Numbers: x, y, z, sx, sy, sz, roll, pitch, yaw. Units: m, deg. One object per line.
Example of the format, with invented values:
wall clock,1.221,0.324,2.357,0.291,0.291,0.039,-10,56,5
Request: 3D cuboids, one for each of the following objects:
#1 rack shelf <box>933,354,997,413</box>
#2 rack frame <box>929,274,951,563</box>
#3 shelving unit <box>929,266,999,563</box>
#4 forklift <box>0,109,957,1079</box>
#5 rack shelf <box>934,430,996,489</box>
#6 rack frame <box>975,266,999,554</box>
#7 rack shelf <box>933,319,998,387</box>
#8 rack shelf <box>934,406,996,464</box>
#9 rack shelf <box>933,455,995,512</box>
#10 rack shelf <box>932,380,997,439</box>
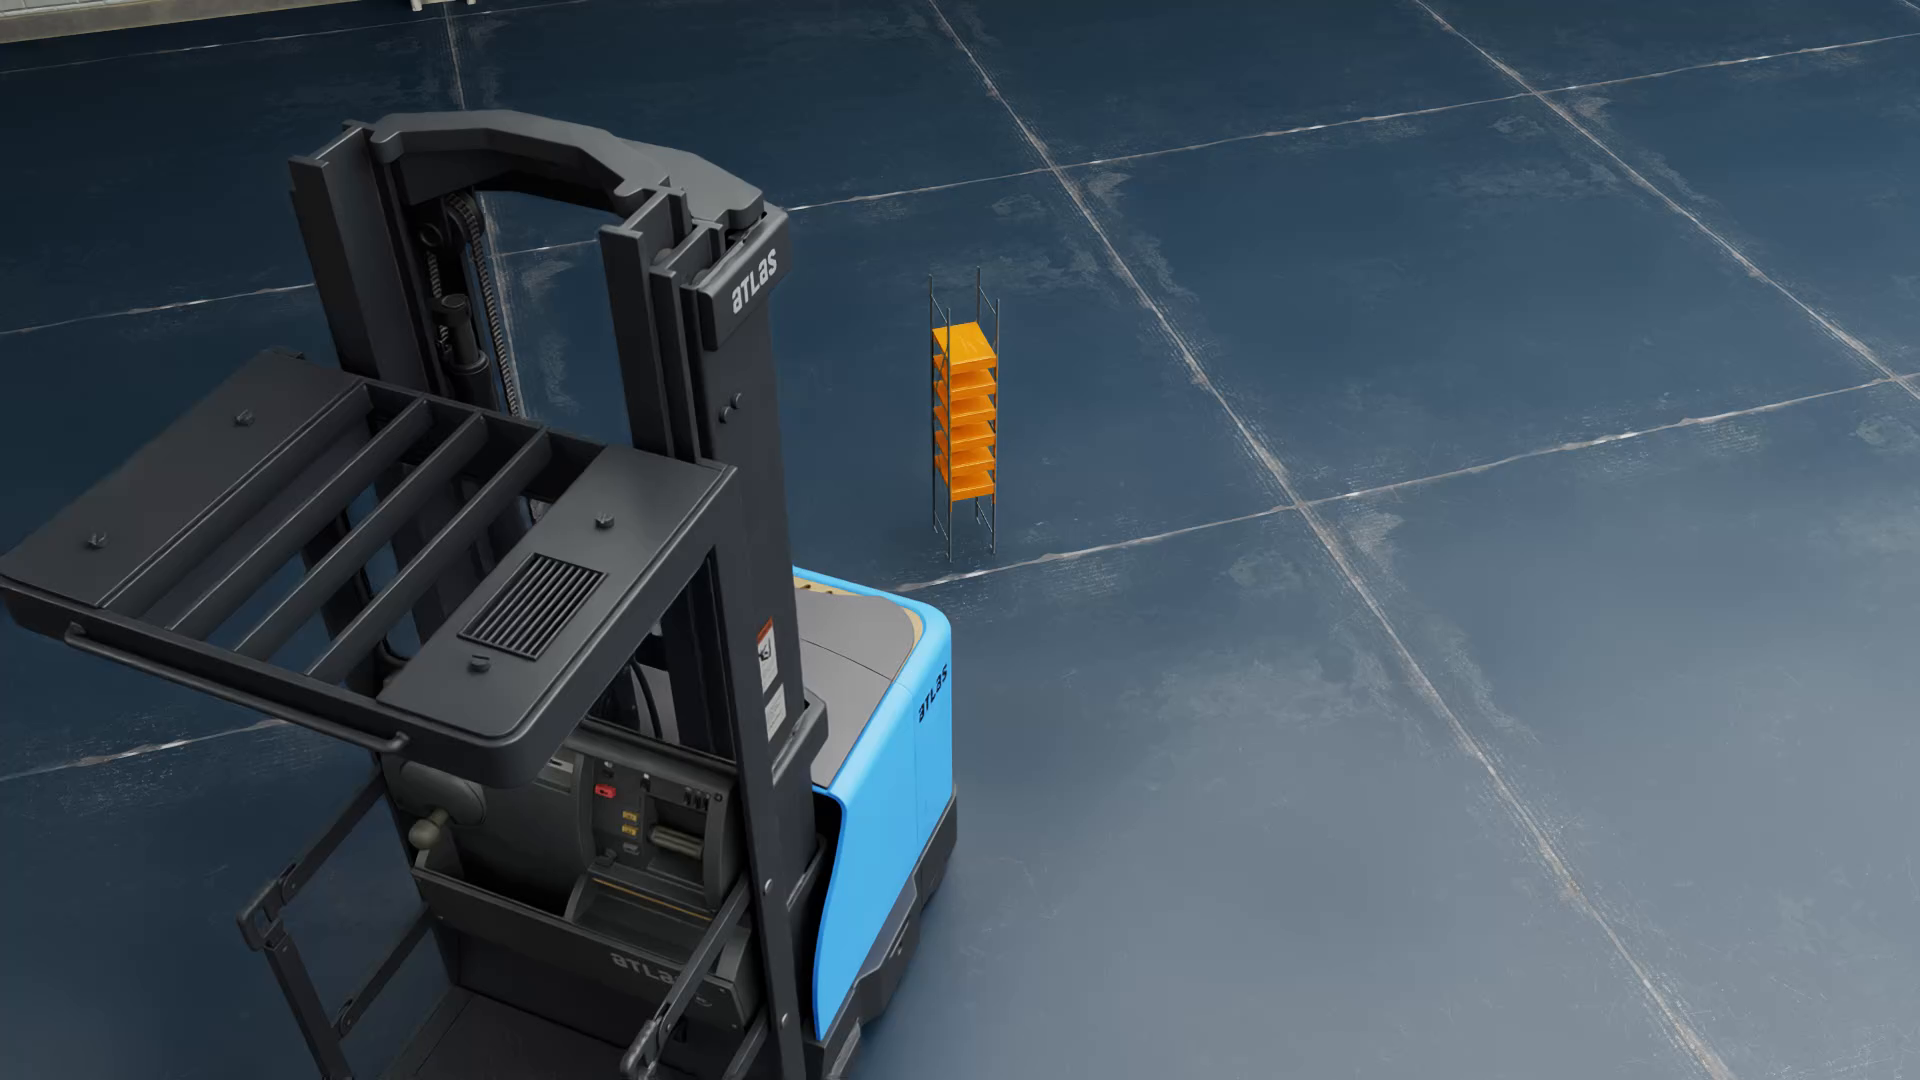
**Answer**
rack shelf,0.014,-0.602,6.230,0.180,0.103,0.258,-12,42,-13
rack frame,-0.073,-0.437,6.338,0.006,1.200,0.240,-12,42,-13
shelving unit,0.014,-0.455,6.359,0.189,1.200,0.258,-12,42,-13
forklift,-1.034,0.689,3.734,1.130,2.935,3.031,15,43,16
rack shelf,0.014,-0.331,6.467,0.180,0.103,0.258,-12,42,-13
rack frame,0.101,-0.473,6.379,0.006,1.200,0.240,-12,42,-13
rack shelf,0.014,-0.692,6.151,0.180,0.103,0.258,-12,42,-13
rack shelf,0.014,-0.421,6.388,0.180,0.103,0.258,-12,42,-13
rack shelf,0.014,-0.241,6.546,0.180,0.103,0.258,-12,42,-13
rack shelf,0.014,-0.512,6.309,0.180,0.103,0.258,-12,42,-13
